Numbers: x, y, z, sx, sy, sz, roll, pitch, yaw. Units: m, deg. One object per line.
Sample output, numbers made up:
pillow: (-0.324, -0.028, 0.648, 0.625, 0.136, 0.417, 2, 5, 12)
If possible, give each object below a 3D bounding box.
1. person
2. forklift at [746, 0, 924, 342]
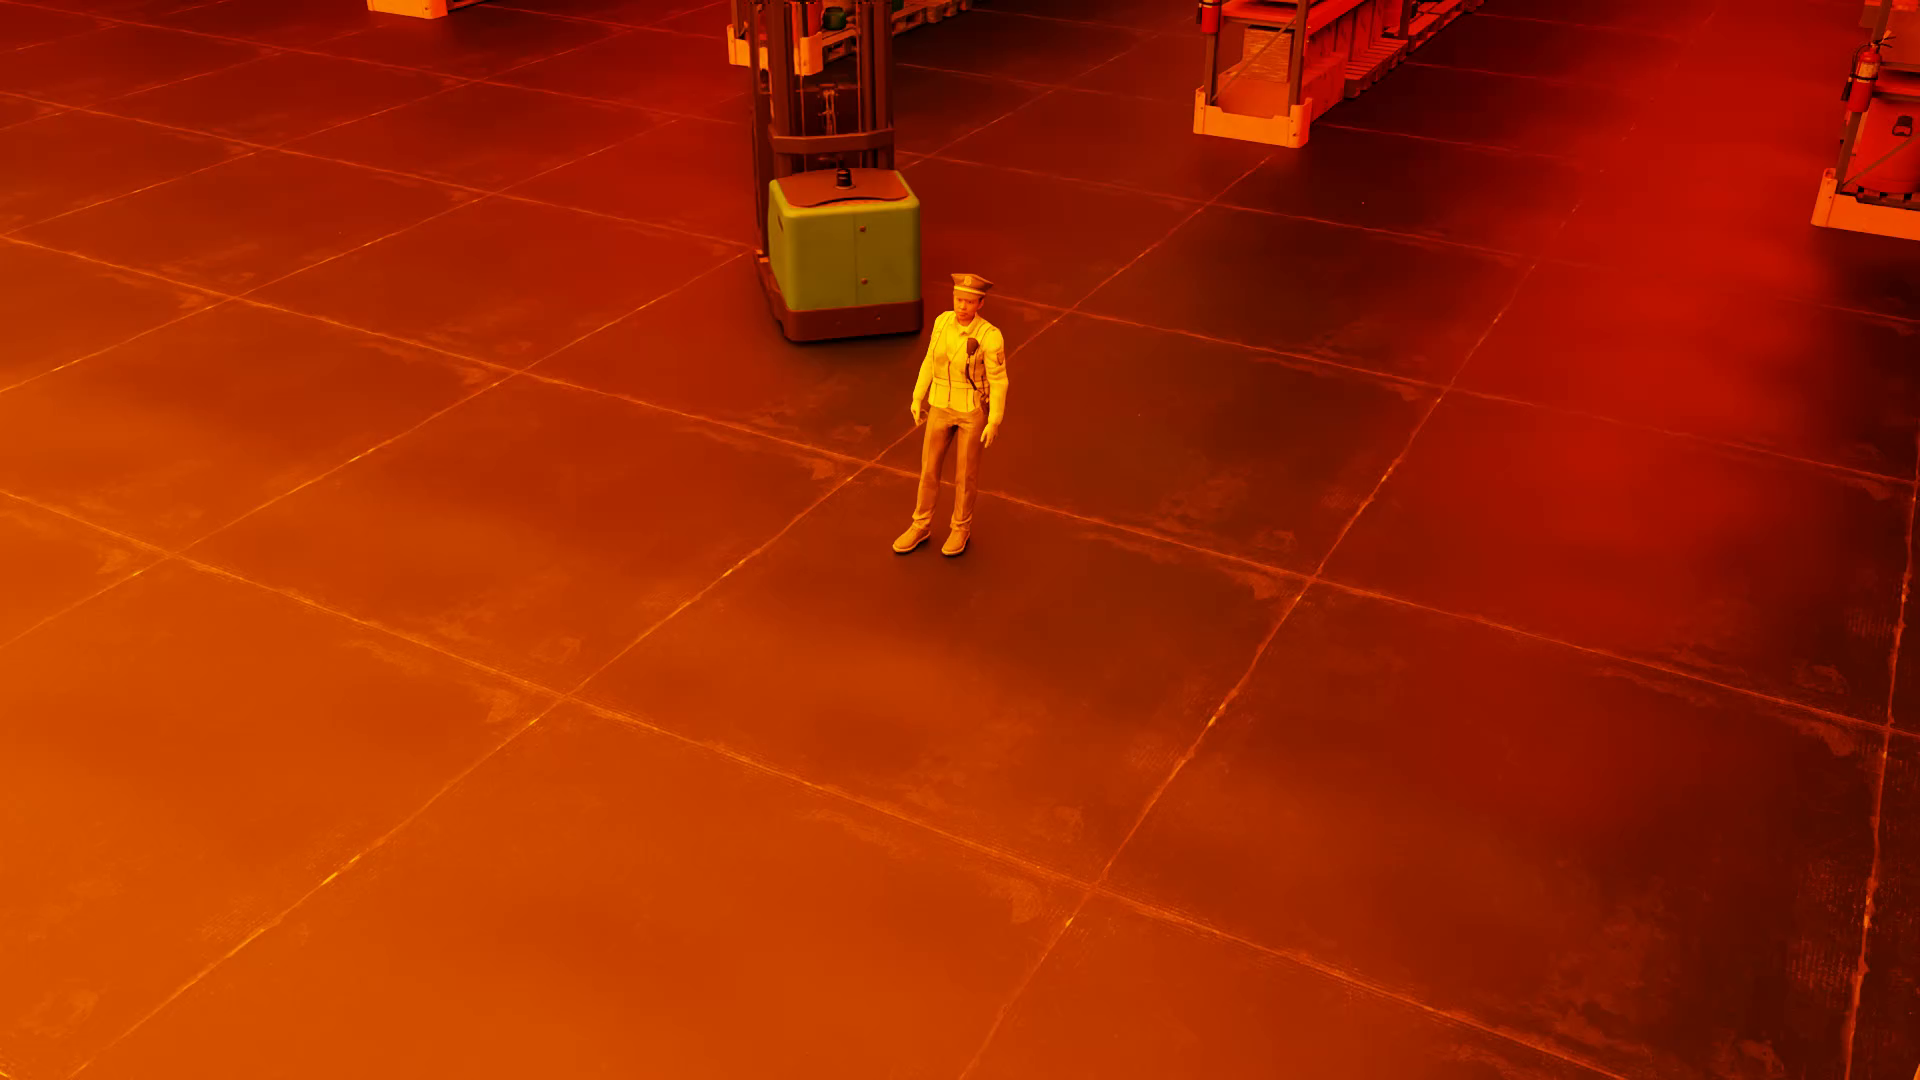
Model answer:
person: (-0.038, -0.712, 9.527, 0.587, 1.696, 0.534, 15, 33, 25)
forklift: (-1.117, -3.476, 13.093, 1.130, 2.935, 3.031, -7, 31, -12)
